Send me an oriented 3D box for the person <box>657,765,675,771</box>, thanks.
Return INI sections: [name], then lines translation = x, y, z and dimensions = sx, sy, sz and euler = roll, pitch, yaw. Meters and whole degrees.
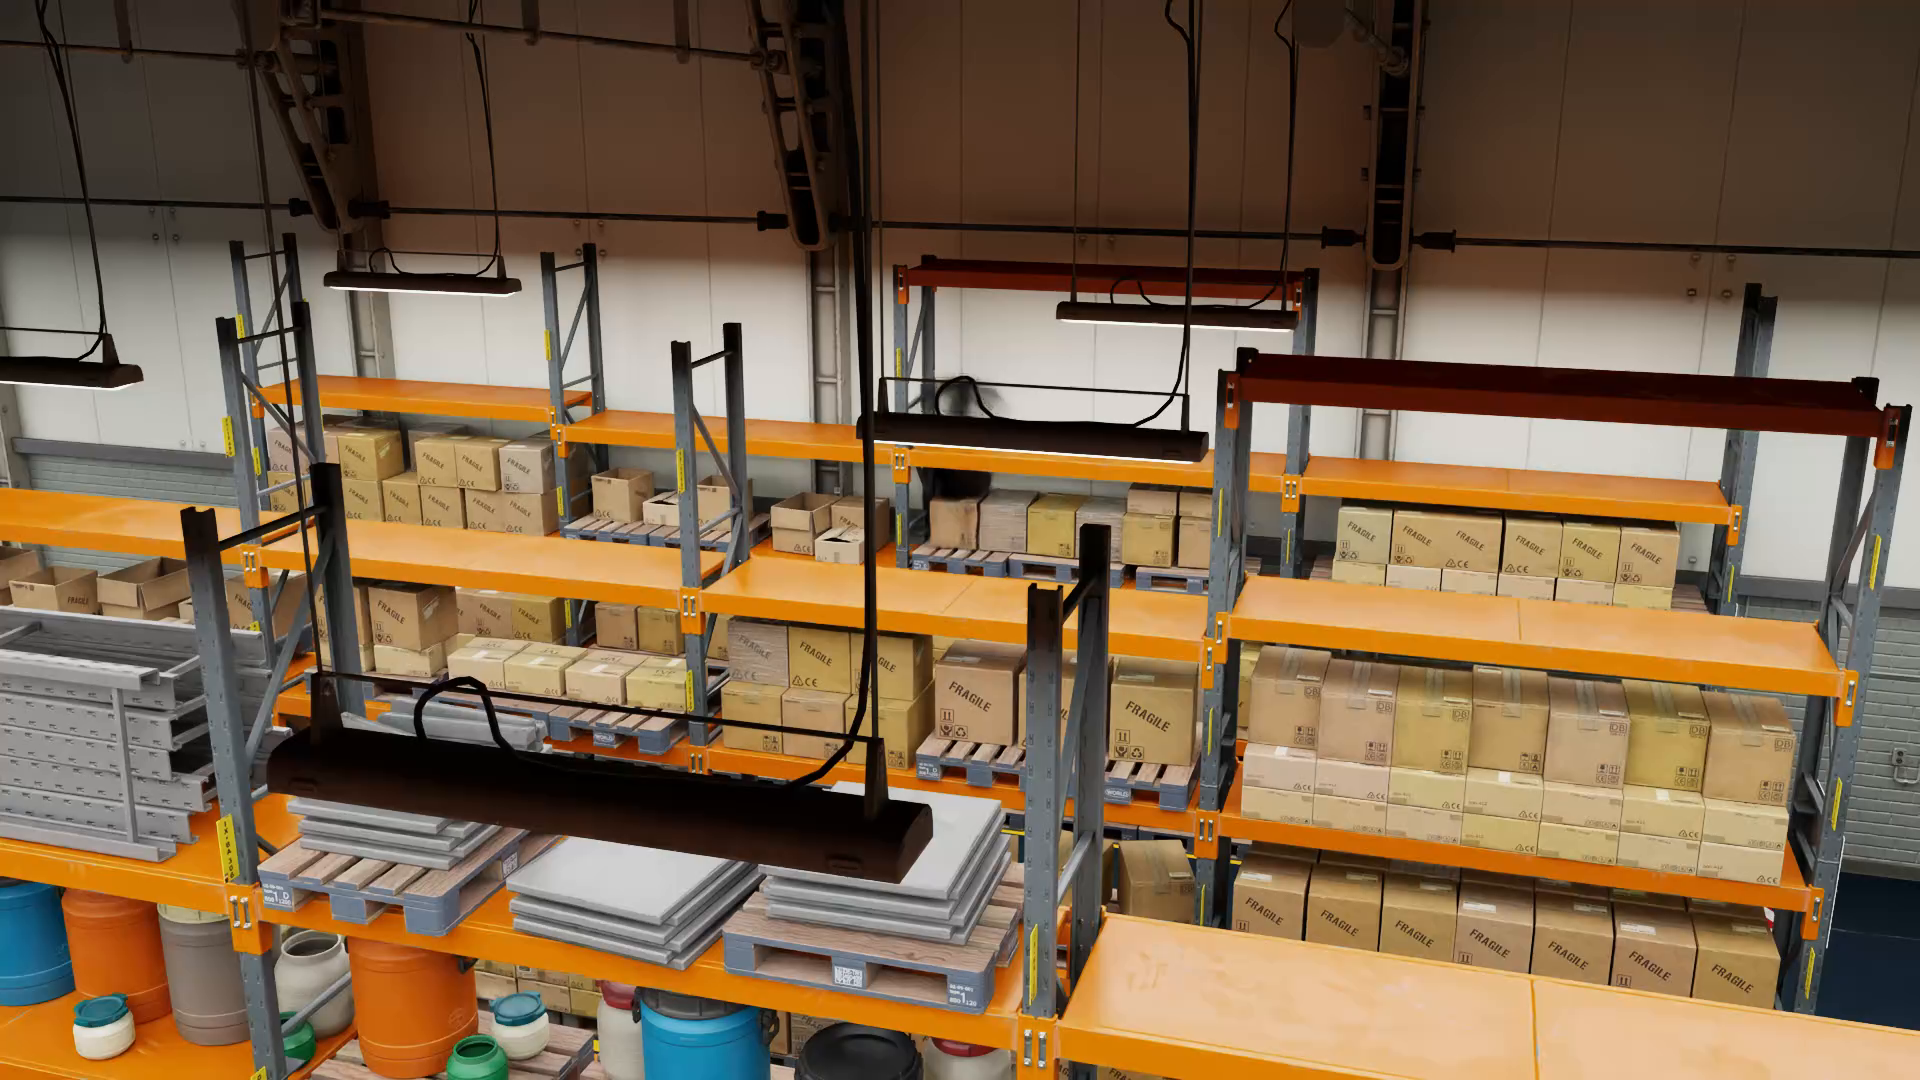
[person]
translation = -2.697, 2.882, 15.932
dimensions = 0.576, 1.575, 0.740
euler = -13, 21, -38
